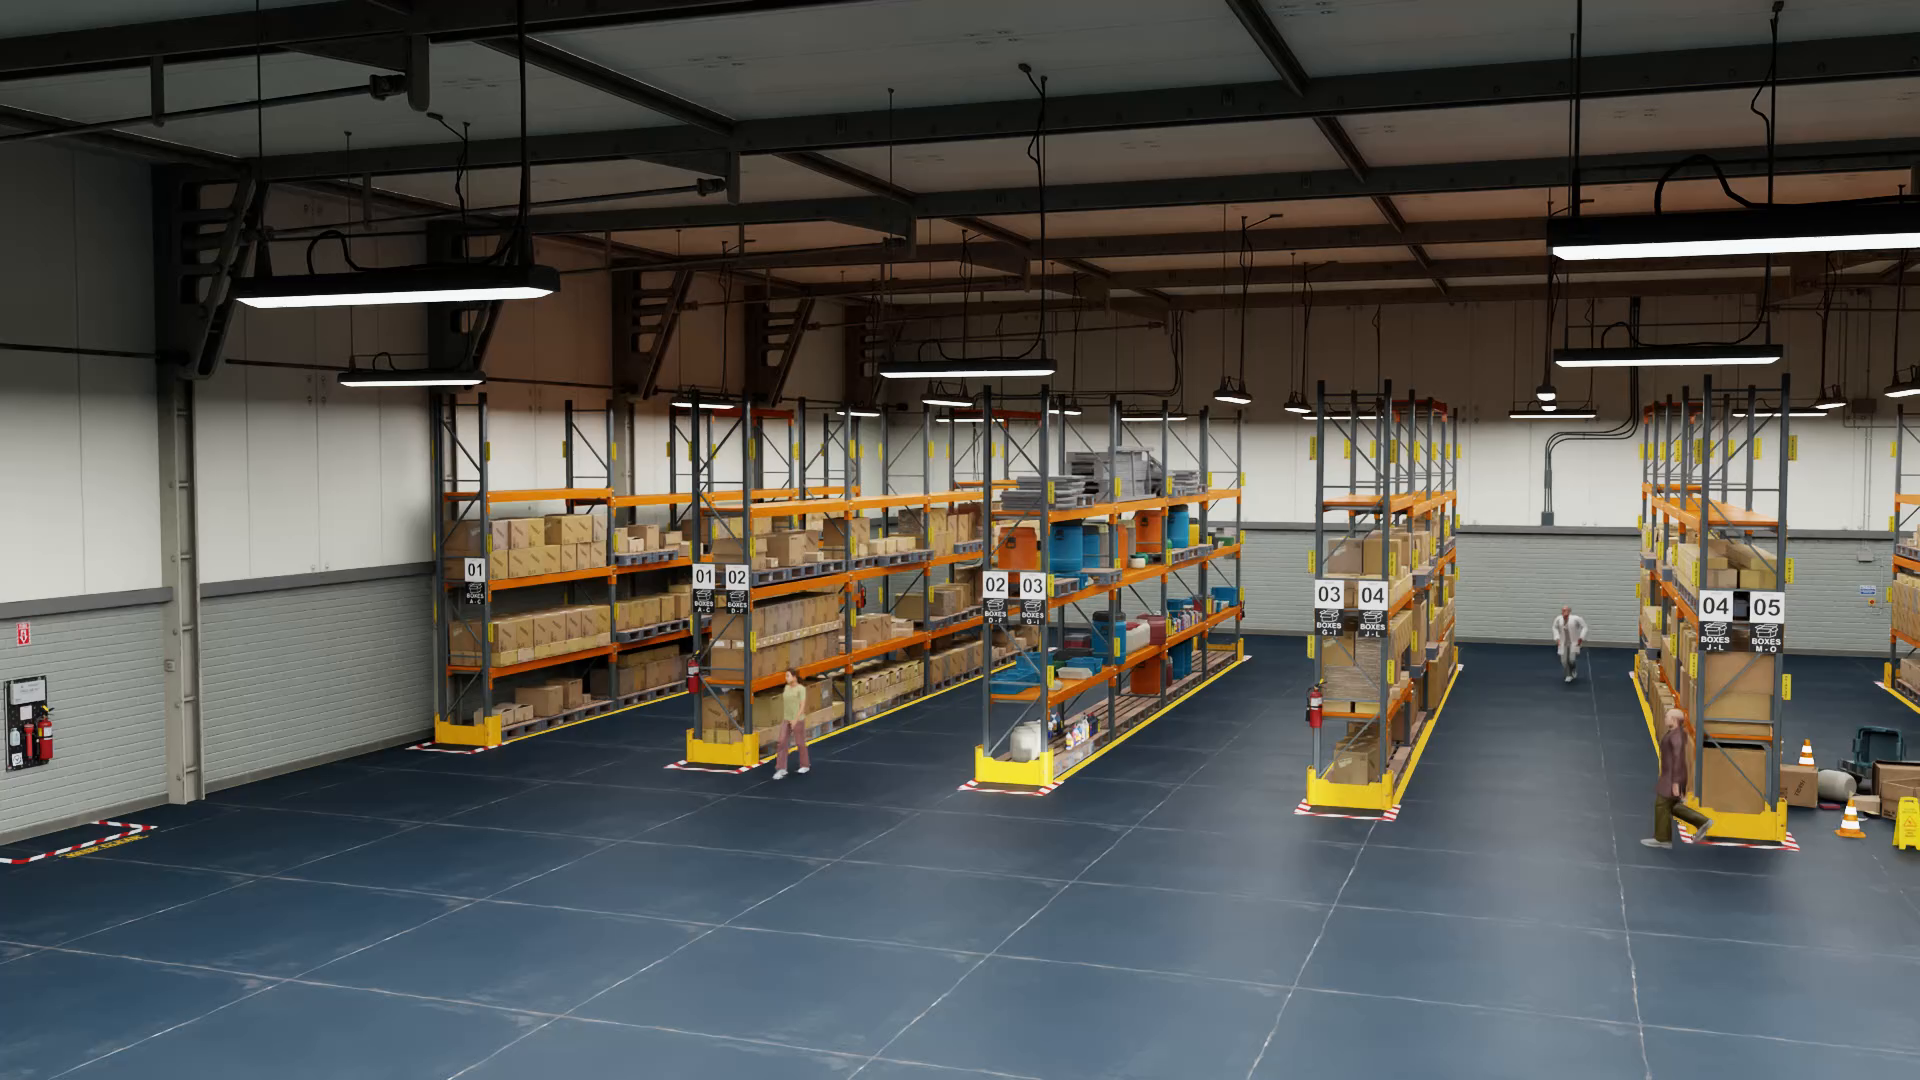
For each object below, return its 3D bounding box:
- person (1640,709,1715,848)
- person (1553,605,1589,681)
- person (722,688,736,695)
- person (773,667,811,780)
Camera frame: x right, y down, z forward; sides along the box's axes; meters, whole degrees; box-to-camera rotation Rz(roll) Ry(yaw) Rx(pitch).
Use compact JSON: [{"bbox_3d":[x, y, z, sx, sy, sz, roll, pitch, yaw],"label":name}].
[{"bbox_3d":[9.035,2.995,20.892,0.879,1.755,0.579,1,3,17],"label":"person"},{"bbox_3d":[13.273,2.245,36.155,0.749,1.684,0.634,2,3,28],"label":"person"},{"bbox_3d":[-4.494,2.377,32.733,0.571,1.807,0.692,0,3,-4],"label":"person"},{"bbox_3d":[-2.604,2.817,25.639,0.461,1.683,0.771,2,4,33],"label":"person"}]
